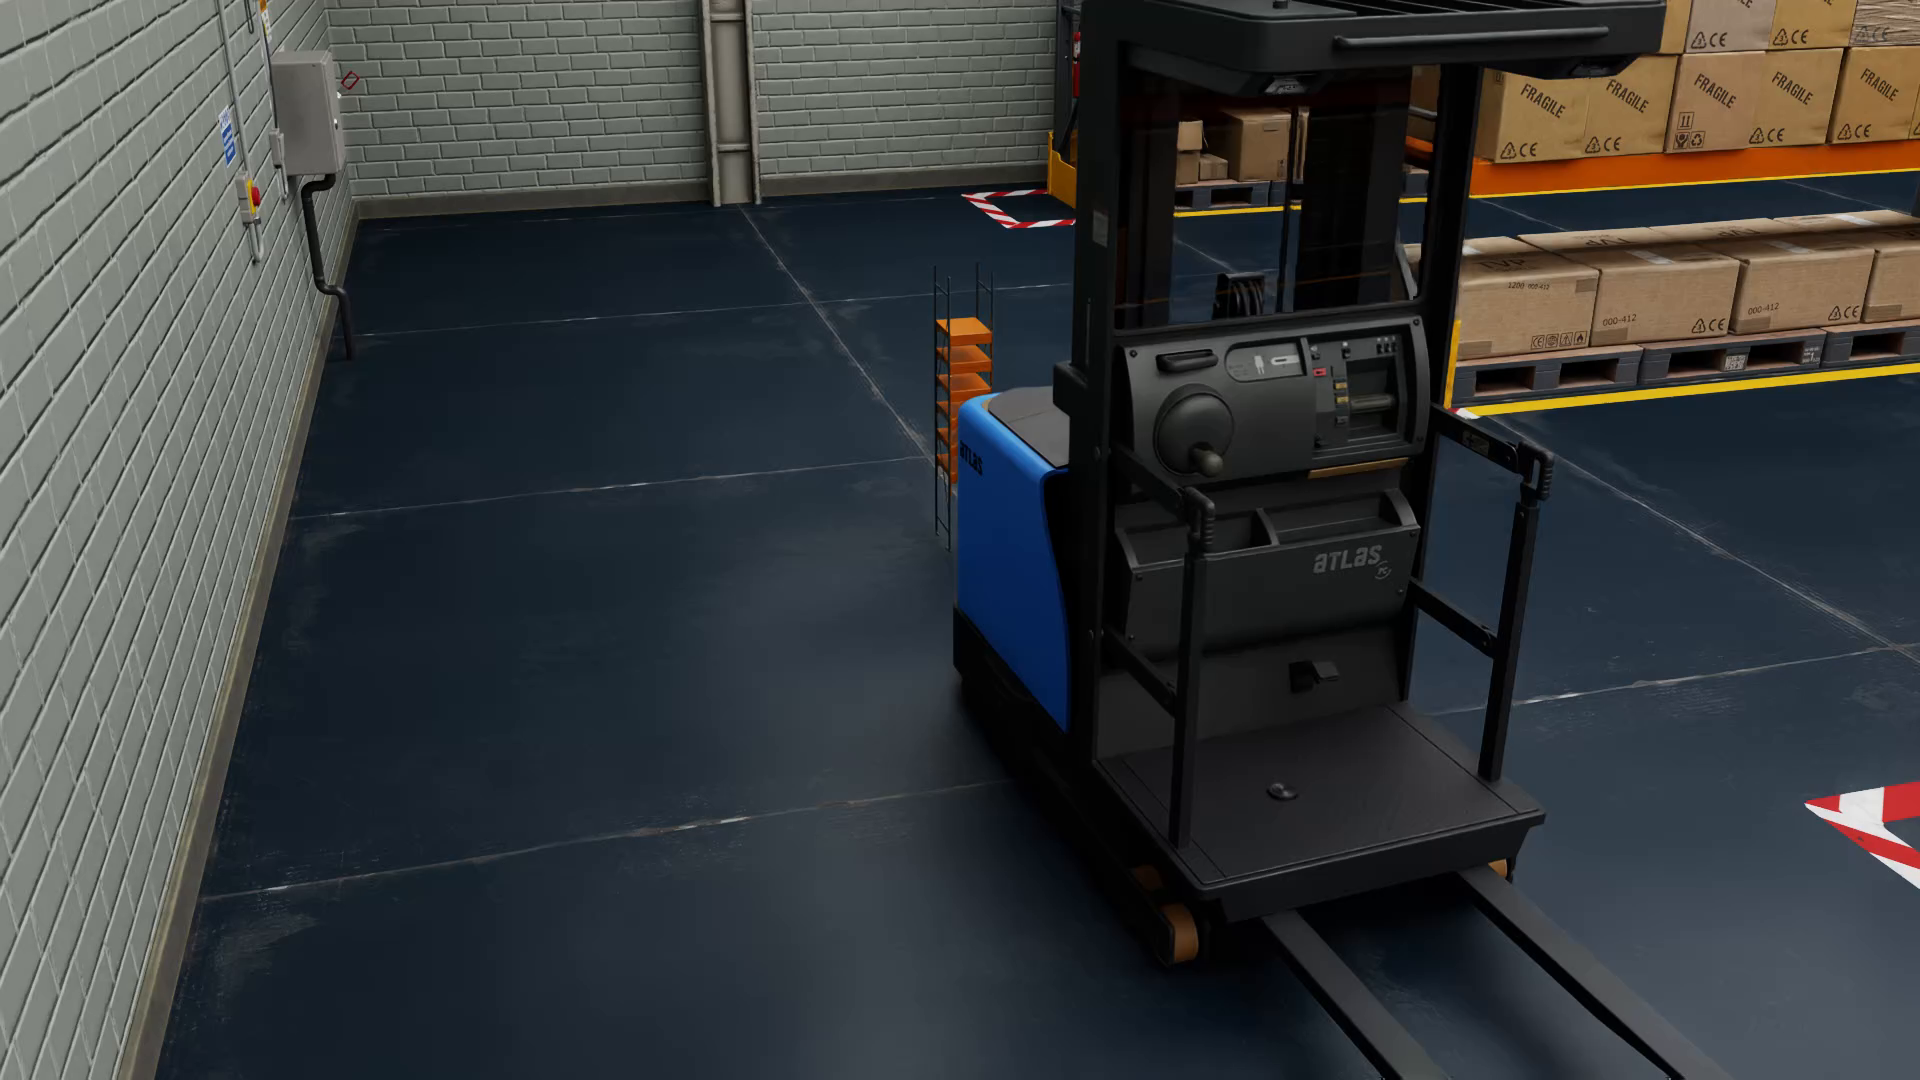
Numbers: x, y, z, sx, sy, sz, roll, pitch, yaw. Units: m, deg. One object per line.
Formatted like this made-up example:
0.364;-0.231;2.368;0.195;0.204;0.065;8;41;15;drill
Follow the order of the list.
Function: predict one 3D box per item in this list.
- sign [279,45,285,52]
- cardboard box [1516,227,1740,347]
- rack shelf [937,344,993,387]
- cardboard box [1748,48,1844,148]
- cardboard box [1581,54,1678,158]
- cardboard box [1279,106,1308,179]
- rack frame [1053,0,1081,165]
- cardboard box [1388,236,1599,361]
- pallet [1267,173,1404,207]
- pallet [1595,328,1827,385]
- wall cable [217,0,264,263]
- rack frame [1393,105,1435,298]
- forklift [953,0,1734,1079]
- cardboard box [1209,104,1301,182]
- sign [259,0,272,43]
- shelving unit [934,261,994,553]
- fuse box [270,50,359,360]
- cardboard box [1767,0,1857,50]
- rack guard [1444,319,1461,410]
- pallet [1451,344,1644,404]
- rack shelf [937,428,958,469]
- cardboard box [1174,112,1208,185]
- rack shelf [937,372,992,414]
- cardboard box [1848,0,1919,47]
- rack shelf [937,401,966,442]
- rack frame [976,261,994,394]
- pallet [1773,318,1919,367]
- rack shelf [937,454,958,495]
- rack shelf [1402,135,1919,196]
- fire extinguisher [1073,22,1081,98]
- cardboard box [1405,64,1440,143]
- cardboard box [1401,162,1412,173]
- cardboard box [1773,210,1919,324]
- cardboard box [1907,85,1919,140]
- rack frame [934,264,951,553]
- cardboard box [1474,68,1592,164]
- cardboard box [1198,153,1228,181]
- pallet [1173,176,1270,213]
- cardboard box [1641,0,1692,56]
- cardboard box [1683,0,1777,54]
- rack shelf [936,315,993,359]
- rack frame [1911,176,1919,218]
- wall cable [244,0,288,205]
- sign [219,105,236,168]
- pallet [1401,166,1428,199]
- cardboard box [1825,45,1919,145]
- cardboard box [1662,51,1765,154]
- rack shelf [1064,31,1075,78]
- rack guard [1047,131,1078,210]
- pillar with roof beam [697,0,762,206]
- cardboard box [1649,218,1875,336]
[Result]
-3.865;-2.574;9.565;0.001;0.494;0.329;-6;24;-14;sign
3.805;-1.473;9.596;0.875;0.438;0.875;-6;24;-13;cardboard box
0.014;-0.733;6.940;0.180;0.103;0.258;-6;24;-14;rack shelf
4.309;-2.408;8.932;0.500;0.500;0.500;-6;24;-13;cardboard box
3.337;-2.301;8.682;0.500;0.500;0.500;-7;24;-15;cardboard box
2.957;-3.301;13.776;0.500;0.500;0.500;-6;24;-13;cardboard box
0.973;-4.133;13.077;0.127;3.000;1.000;-6;24;-14;rack frame
2.926;-1.372;9.361;0.875;0.438;0.875;-7;24;-16;cardboard box
2.986;-3.073;14.145;1.213;0.211;1.003;-6;24;-14;pallet
4.238;-1.211;9.804;1.213;0.211;1.003;-6;24;-14;pallet
-3.105;-2.120;7.060;0.123;1.953;0.585;-6;24;-14;wall cable
2.317;-2.249;8.687;0.127;3.000;1.000;-6;24;-14;rack frame
0.957;-0.370;4.396;1.130;2.935;3.031;-8;25;-18;forklift
2.421;-3.282;13.733;0.500;0.500;0.700;-5;24;-12;cardboard box
-3.717;-2.789;8.898;0.001;0.242;0.339;-6;24;-14;sign
0.014;-0.553;7.017;0.189;1.200;0.258;-6;24;-14;shelving unit
-3.533;-1.860;9.415;0.414;1.711;0.539;-6;24;-14;fuse box
4.326;-2.866;8.730;0.500;0.500;0.500;-6;24;-14;cardboard box
2.294;-1.097;9.173;0.348;0.500;1.175;-6;24;-14;rack guard
3.066;-1.082;9.504;1.213;0.211;1.003;-6;24;-14;pallet
0.014;-0.402;7.082;0.180;0.103;0.258;-6;24;-14;rack shelf
1.587;-3.208;13.555;0.637;0.503;0.797;-7;24;-16;cardboard box
0.014;-0.622;6.987;0.180;0.103;0.258;-6;24;-14;rack shelf
4.811;-2.916;8.848;0.500;0.500;0.500;-6;24;-14;cardboard box
0.014;-0.512;7.035;0.180;0.103;0.258;-6;24;-14;rack shelf
0.102;-0.563;7.040;0.006;1.200;0.240;-6;24;-14;rack frame
5.415;-1.342;10.110;1.213;0.211;1.003;-6;24;-14;pallet
0.014;-0.292;7.129;0.180;0.103;0.258;-6;24;-14;rack shelf
4.243;-2.131;9.325;4.000;0.370;1.077;-6;24;-14;rack shelf
0.956;-3.735;12.721;0.183;0.674;0.296;-6;24;-14;fire extinguisher
2.710;-2.446;9.021;0.500;0.500;0.500;-6;24;-14;cardboard box
3.420;-3.393;13.991;0.500;0.500;0.700;-7;24;-16;cardboard box
5.535;-1.664;10.041;0.875;0.438;0.875;-7;24;-15;cardboard box
5.297;-2.517;9.186;0.500;0.500;0.500;-7;24;-16;cardboard box
-0.074;-0.543;6.994;0.006;1.200;0.240;-6;24;-14;rack frame
2.857;-2.237;8.532;0.500;0.500;0.500;-7;24;-15;cardboard box
2.007;-3.075;13.696;0.250;0.149;0.380;-7;24;-16;cardboard box
1.813;-2.945;13.845;1.213;0.211;1.003;-6;24;-14;pallet
3.352;-2.755;8.471;0.500;0.500;0.500;-7;24;-16;cardboard box
3.845;-2.813;8.606;0.500;0.500;0.500;-6;24;-15;cardboard box
0.014;-0.843;6.893;0.180;0.103;0.258;-6;24;-14;rack shelf
6.169;-2.675;9.679;0.127;3.000;1.000;-6;24;-14;rack frame
-3.500;-2.643;8.318;0.122;1.984;0.588;-6;24;-14;wall cable
-3.151;-1.738;7.155;0.001;0.218;0.327;-6;24;-14;sign
4.163;-3.204;14.451;1.213;0.211;1.003;-6;24;-14;pallet
4.817;-2.458;9.048;0.500;0.500;0.500;-7;24;-15;cardboard box
3.831;-2.349;8.792;0.500;0.500;0.500;-6;24;-15;cardboard box
2.899;-4.015;13.716;4.000;0.370;1.077;-6;24;-14;rack shelf
1.046;-2.992;13.589;0.348;0.500;1.175;-6;24;-14;rack guard
-0.704;-5.310;8.214;0.400;9.000;9.100;-6;24;-14;pillar with roof beam
4.673;-1.569;9.818;0.875;0.438;0.875;-7;24;-16;cardboard box
